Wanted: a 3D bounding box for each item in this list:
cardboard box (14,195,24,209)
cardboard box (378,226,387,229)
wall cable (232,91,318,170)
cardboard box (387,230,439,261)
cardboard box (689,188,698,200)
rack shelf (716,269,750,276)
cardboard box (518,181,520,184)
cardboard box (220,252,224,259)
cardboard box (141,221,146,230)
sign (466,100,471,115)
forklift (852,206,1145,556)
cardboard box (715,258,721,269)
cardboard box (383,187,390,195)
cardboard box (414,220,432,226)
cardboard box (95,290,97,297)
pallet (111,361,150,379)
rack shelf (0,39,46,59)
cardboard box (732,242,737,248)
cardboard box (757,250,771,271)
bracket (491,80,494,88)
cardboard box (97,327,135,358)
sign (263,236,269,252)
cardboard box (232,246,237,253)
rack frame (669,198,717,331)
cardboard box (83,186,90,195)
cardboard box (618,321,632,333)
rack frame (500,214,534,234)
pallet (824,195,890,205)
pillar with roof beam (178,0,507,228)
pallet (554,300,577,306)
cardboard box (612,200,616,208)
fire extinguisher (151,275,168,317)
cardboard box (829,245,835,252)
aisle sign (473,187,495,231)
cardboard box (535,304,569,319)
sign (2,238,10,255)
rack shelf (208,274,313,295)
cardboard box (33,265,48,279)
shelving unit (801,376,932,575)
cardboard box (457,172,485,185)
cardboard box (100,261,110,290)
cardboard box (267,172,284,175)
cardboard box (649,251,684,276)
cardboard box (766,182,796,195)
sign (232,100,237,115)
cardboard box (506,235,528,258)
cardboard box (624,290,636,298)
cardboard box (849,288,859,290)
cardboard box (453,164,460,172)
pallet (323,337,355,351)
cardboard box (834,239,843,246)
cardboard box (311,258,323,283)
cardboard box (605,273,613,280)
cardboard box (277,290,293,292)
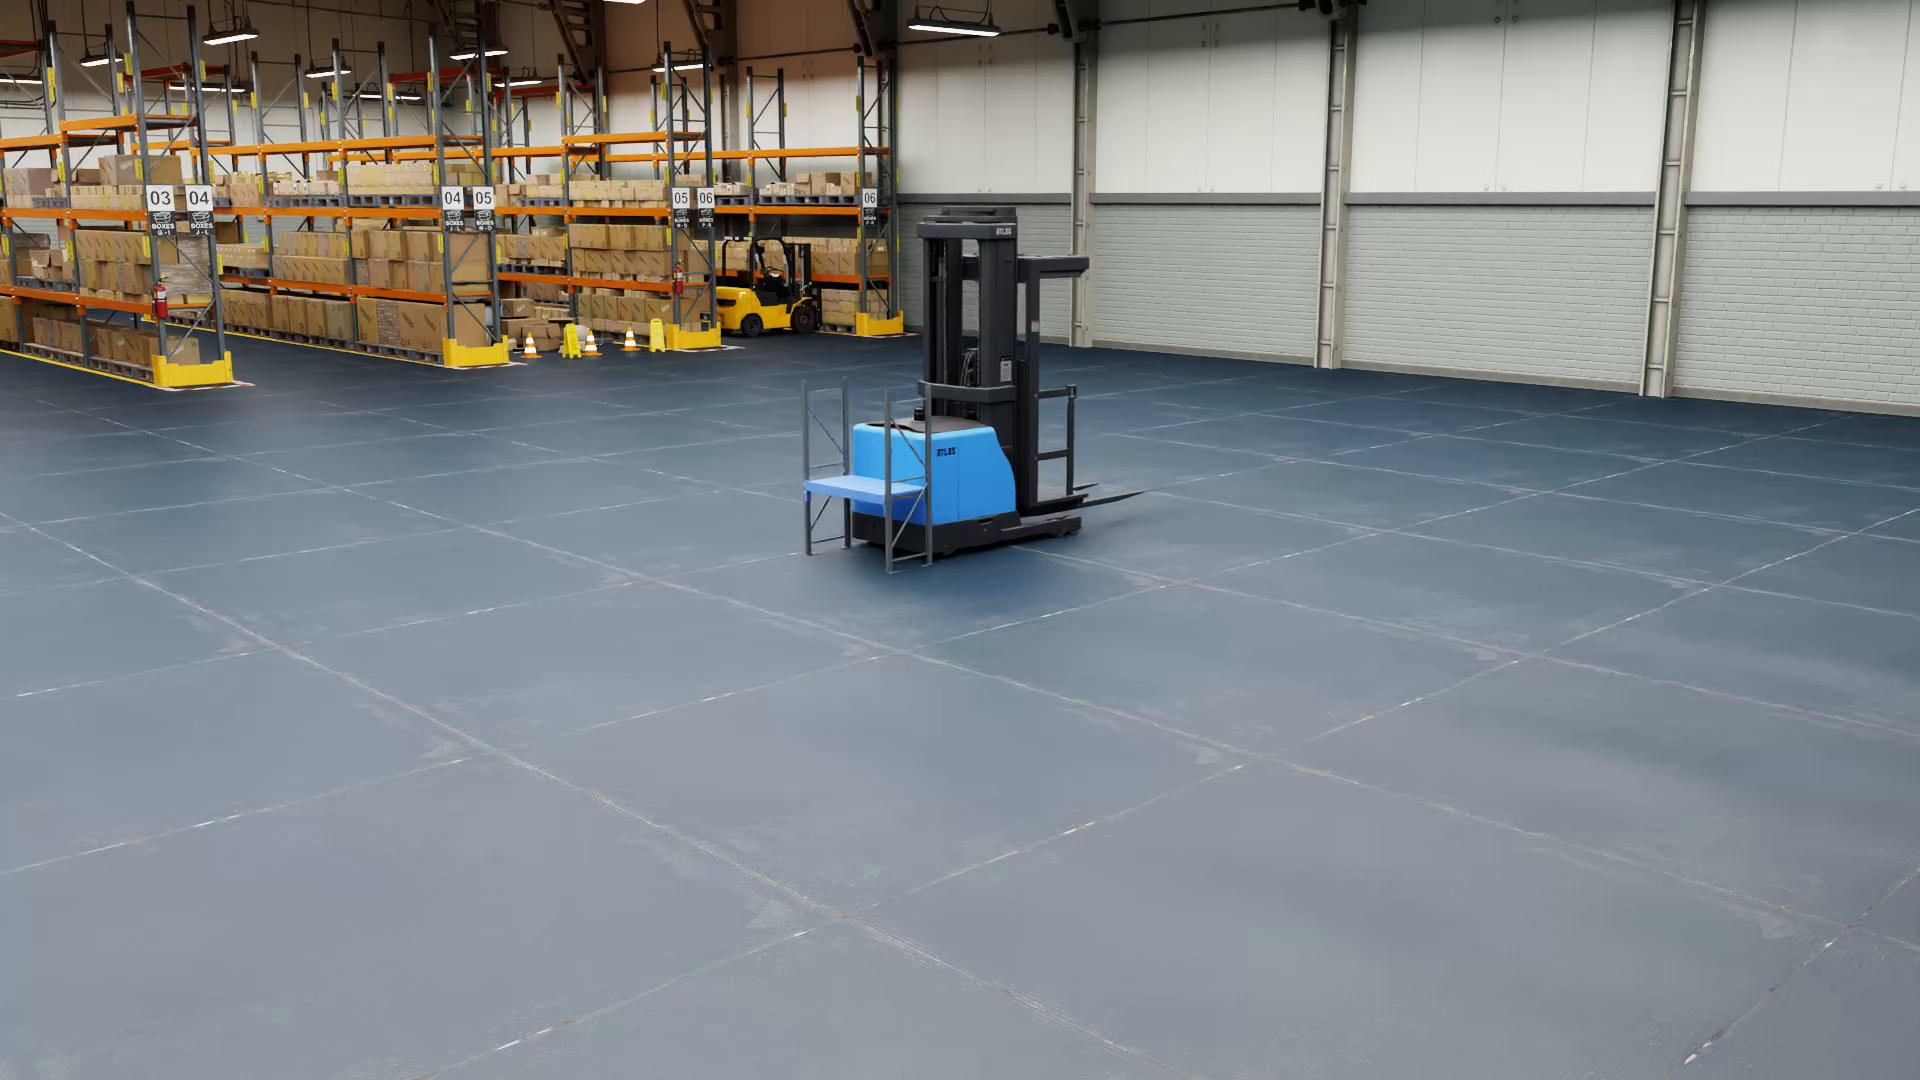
[{"bbox_3d":[-17.601,-6.418,31.565,0.500,0.250,0.500,-10,16,-41],"label":"cardboard box"},{"bbox_3d":[-14.561,-7.810,42.660,0.500,0.500,0.500,-11,16,-43],"label":"cardboard box"},{"bbox_3d":[-20.039,-11.583,48.832,2.355,3.000,0.029,-11,16,-43],"label":"wall cable"},{"bbox_3d":[-10.337,-5.599,31.606,0.875,0.550,0.500,-11,16,-43],"label":"cardboard box"},{"bbox_3d":[-5.558,-7.066,33.977,0.500,0.250,0.500,-11,16,-44],"label":"cardboard box"},{"bbox_3d":[-5.960,-6.630,41.440,1.077,0.370,4.000,-11,16,-43],"label":"rack shelf"},{"bbox_3d":[-12.403,-10.051,47.226,0.500,0.250,0.500,-11,16,-43],"label":"cardboard box"},{"bbox_3d":[-16.352,-6.377,37.275,0.380,0.149,0.250,-11,16,-43],"label":"cardboard box"},{"bbox_3d":[-19.845,-7.627,41.033,0.500,0.500,0.500,-11,16,-43],"label":"cardboard box"},{"bbox_3d":[-11.327,-9.977,38.331,0.100,0.325,0.005,-11,16,-43],"label":"sign"},{"bbox_3d":[0.466,-1.528,15.065,3.031,2.935,1.130,-11,16,-42],"label":"forklift"},{"bbox_3d":[-5.788,-6.803,40.871,0.500,0.250,0.500,-11,16,-42],"label":"cardboard box"},{"bbox_3d":[-10.620,-6.572,31.276,0.380,0.149,0.250,-11,16,-42],"label":"cardboard box"},{"bbox_3d":[-13.721,-8.104,42.481,0.380,0.149,0.250,-11,16,-43],"label":"cardboard box"},{"bbox_3d":[-14.867,-4.315,29.043,0.380,0.149,0.250,-11,16,-43],"label":"cardboard box"},{"bbox_3d":[-13.998,-2.980,28.853,1.003,0.211,1.213,-11,16,-43],"label":"pallet"},{"bbox_3d":[-19.477,-9.706,33.270,1.077,0.370,4.000,-11,16,-43],"label":"rack shelf"},{"bbox_3d":[-5.297,-7.154,40.347,0.380,0.149,0.250,-11,16,-43],"label":"cardboard box"},{"bbox_3d":[-4.461,-6.638,39.450,0.500,0.500,0.500,11,16,44],"label":"cardboard box"},{"bbox_3d":[-14.046,-13.552,49.469,0.235,0.232,0.430,-11,16,-43],"label":"bracket"},{"bbox_3d":[-15.086,-3.535,29.788,0.500,0.500,0.500,11,16,43],"label":"cardboard box"},{"bbox_3d":[-14.825,-6.329,35.522,0.100,0.325,0.005,-11,16,-43],"label":"sign"},{"bbox_3d":[-15.811,-6.409,36.691,0.380,0.149,0.250,-11,16,-43],"label":"cardboard box"},{"bbox_3d":[-5.404,-5.414,33.758,1.000,3.000,0.127,-11,16,-43],"label":"rack frame"},{"bbox_3d":[-14.926,-6.046,28.772,0.380,0.149,0.250,-11,16,-42],"label":"cardboard box"},{"bbox_3d":[-6.874,-4.506,35.123,0.500,0.250,0.500,11,16,43],"label":"cardboard box"},{"bbox_3d":[-12.866,-8.442,48.452,1.000,3.000,0.127,-11,16,-43],"label":"rack frame"},{"bbox_3d":[-2.286,-7.639,37.342,1.003,0.211,1.213,-11,16,-43],"label":"pallet"},{"bbox_3d":[-17.189,-11.299,47.454,9.100,9.000,0.548,-11,16,-43],"label":"pillar with roof beam"},{"bbox_3d":[-10.577,-6.592,46.387,1.003,0.211,1.213,-11,16,-43],"label":"pallet"},{"bbox_3d":[-7.062,-7.039,34.832,0.380,0.149,0.250,-11,16,-42],"label":"cardboard box"},{"bbox_3d":[-12.826,-3.915,26.670,0.296,0.674,0.183,-11,16,-43],"label":"fire extinguisher"},{"bbox_3d":[-2.754,-6.602,37.668,0.380,0.149,0.250,-11,16,-43],"label":"cardboard box"},{"bbox_3d":[-8.648,-6.014,30.228,0.394,0.787,0.004,-11,16,-43],"label":"aisle sign"},{"bbox_3d":[-9.511,-5.199,38.182,0.950,0.372,0.625,-10,15,-41],"label":"cardboard box"},{"bbox_3d":[-18.495,-5.690,32.227,0.100,0.325,0.005,-11,16,-43],"label":"sign"},{"bbox_3d":[-15.820,-5.817,37.494,1.077,0.370,4.000,-11,16,-43],"label":"rack shelf"},{"bbox_3d":[-17.105,-5.056,31.352,0.500,0.250,0.500,11,16,44],"label":"cardboard box"},{"bbox_3d":[-0.782,-0.563,13.922,1.048,1.500,0.538,11,16,43],"label":"shelving unit"},{"bbox_3d":[-9.062,-6.612,30.483,0.500,0.250,0.500,-11,16,-43],"label":"cardboard box"},{"bbox_3d":[-14.330,-4.601,28.824,0.875,0.500,0.500,-11,16,-43],"label":"cardboard box"},{"bbox_3d":[-15.080,-7.975,36.607,0.396,0.266,0.258,-11,16,-43],"label":"cardboard box"},{"bbox_3d":[-5.978,-5.650,33.916,0.500,0.500,0.500,-11,16,-44],"label":"cardboard box"},{"bbox_3d":[-4.181,-8.215,38.851,0.500,0.311,0.500,-10,16,-41],"label":"cardboard box"},{"bbox_3d":[-16.804,-10.013,38.502,0.100,0.325,0.005,-11,16,-43],"label":"sign"},{"bbox_3d":[-10.049,-6.733,38.131,0.500,0.500,0.500,-11,16,-42],"label":"cardboard box"},{"bbox_3d":[-6.800,-5.159,34.825,0.380,0.149,0.250,-10,15,-40],"label":"cardboard box"},{"bbox_3d":[-2.359,-5.624,38.072,0.500,0.250,0.500,-11,16,-42],"label":"cardboard box"},{"bbox_3d":[-9.087,-6.831,30.558,0.380,0.149,0.250,-11,16,-42],"label":"cardboard box"},{"bbox_3d":[-12.264,-4.030,33.948,1.003,0.211,1.213,-11,16,-43],"label":"pallet"},{"bbox_3d":[-2.609,-6.708,37.444,0.380,0.149,0.250,-10,16,-41],"label":"cardboard box"},{"bbox_3d":[-12.928,-5.529,34.066,0.500,0.500,0.500,-11,16,-42],"label":"cardboard box"},{"bbox_3d":[-7.304,-5.596,35.264,0.380,0.149,0.250,-11,16,-42],"label":"cardboard box"},{"bbox_3d":[-15.090,-5.434,37.151,0.500,0.250,0.500,-11,16,-43],"label":"cardboard box"}]
